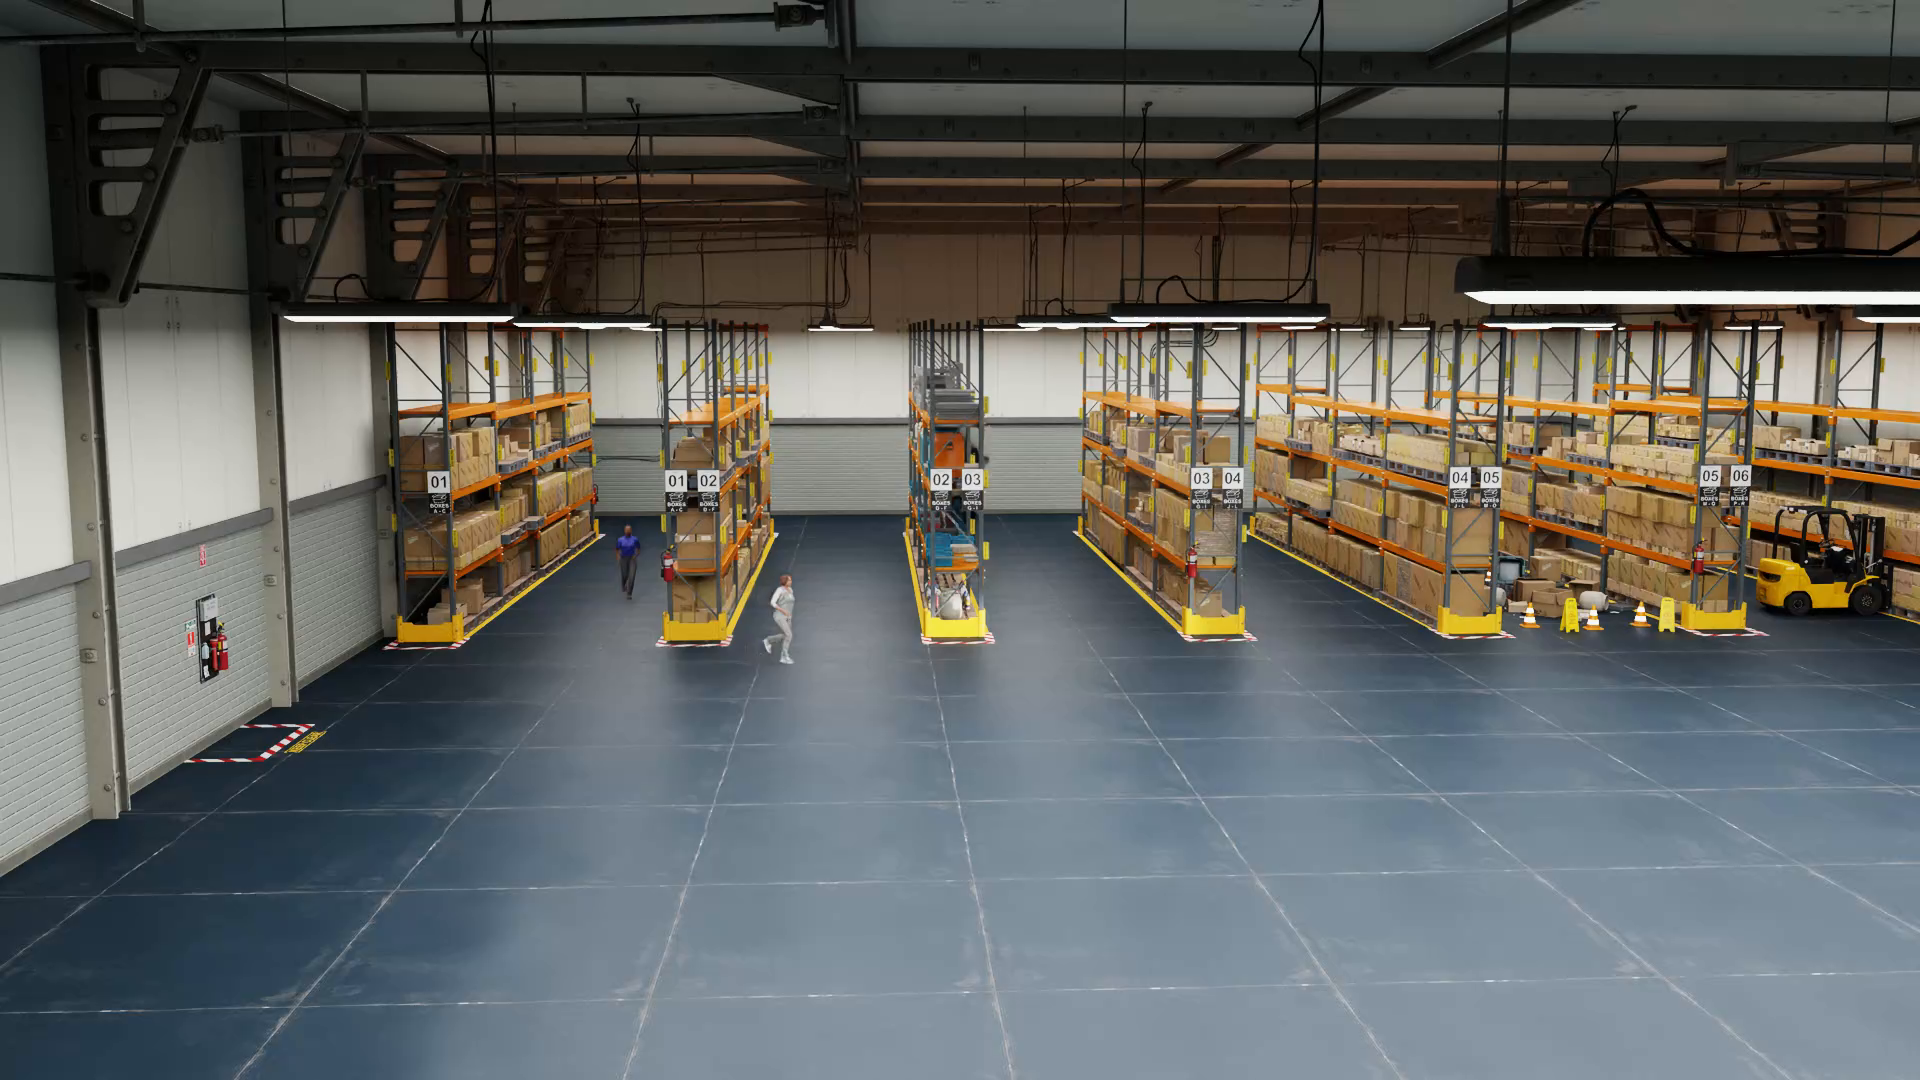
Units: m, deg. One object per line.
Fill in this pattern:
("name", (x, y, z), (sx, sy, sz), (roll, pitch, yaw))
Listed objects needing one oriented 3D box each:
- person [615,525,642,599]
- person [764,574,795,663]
("person", (-7.197, 0.480, 36.101), (0.574, 1.592, 0.561), (-2, 7, -14))
("person", (-3.165, 1.367, 29.251), (0.632, 1.557, 0.575), (4, 8, 30))
